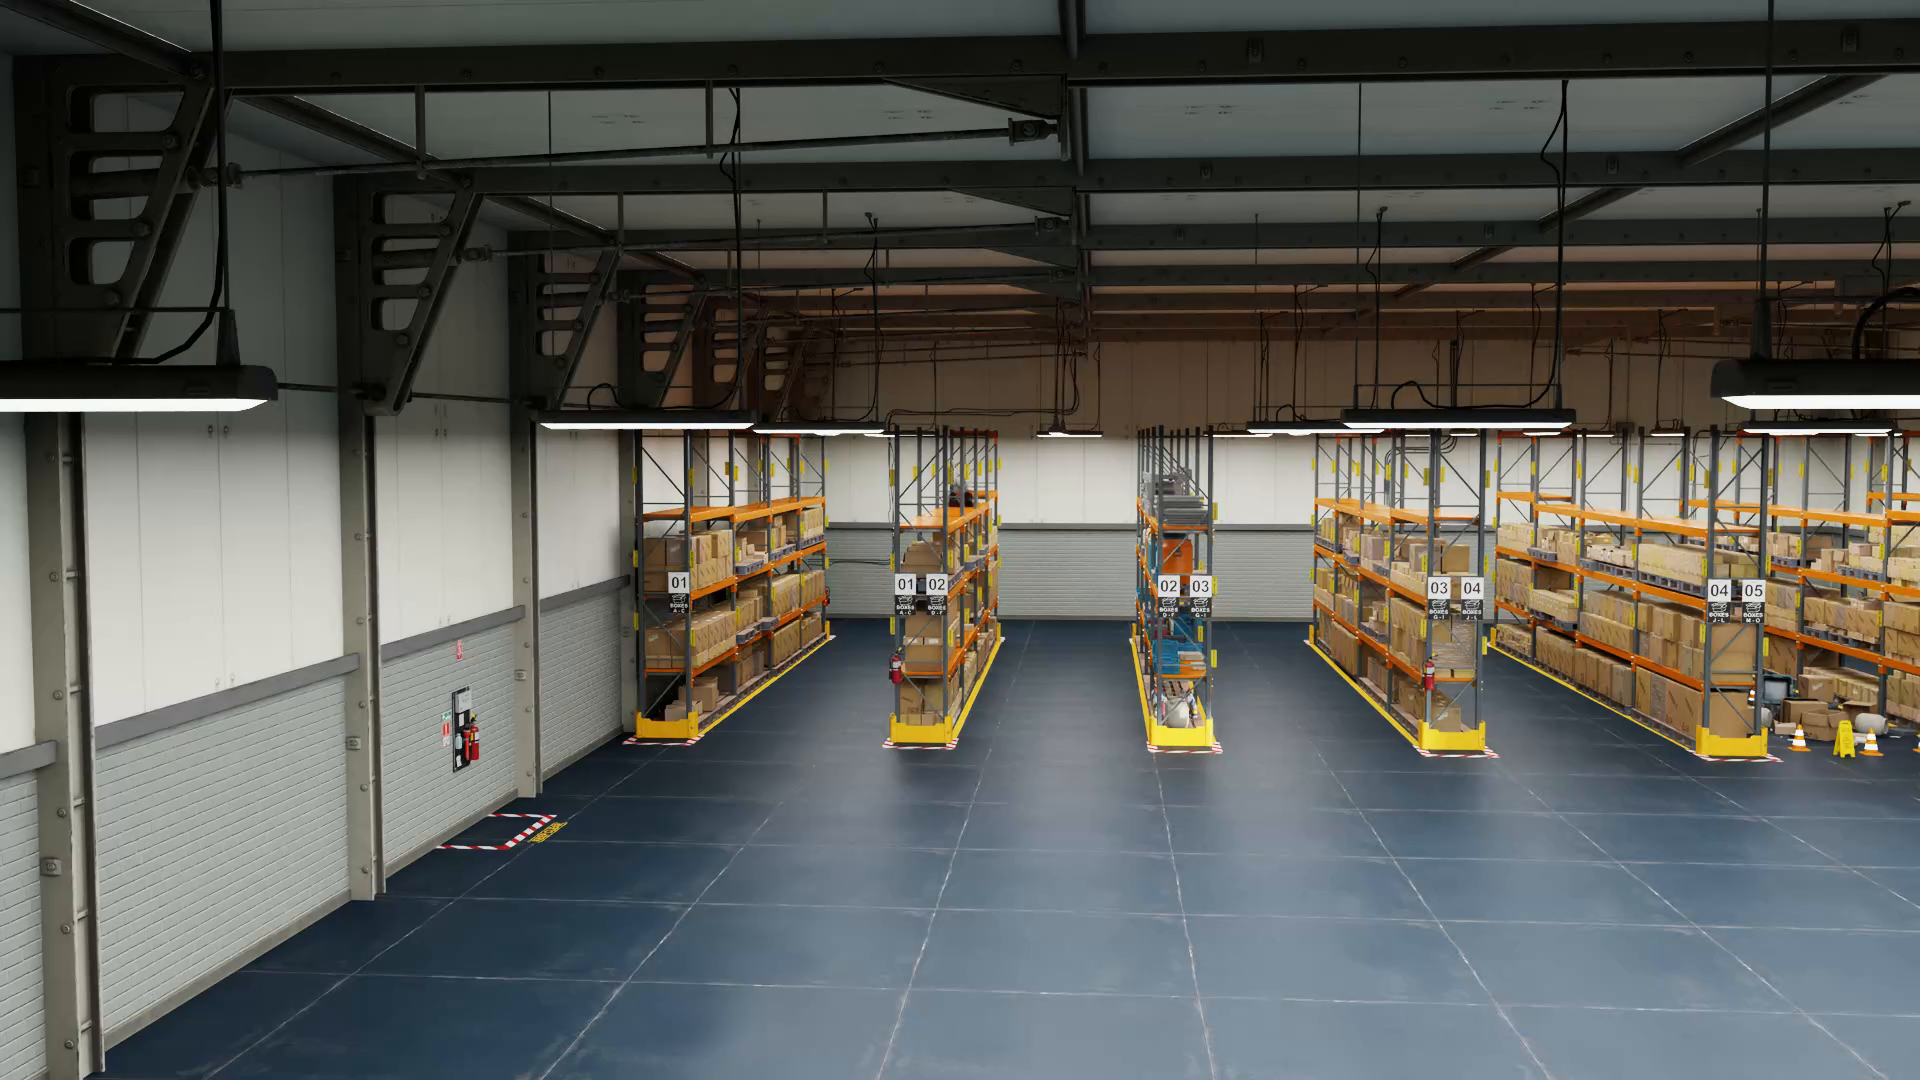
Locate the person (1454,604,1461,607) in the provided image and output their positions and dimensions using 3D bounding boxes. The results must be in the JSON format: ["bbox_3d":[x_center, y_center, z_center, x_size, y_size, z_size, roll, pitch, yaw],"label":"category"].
[{"bbox_3d":[13.431,2.239,44.551,0.578,1.631,0.548,0,3,3],"label":"person"}]
